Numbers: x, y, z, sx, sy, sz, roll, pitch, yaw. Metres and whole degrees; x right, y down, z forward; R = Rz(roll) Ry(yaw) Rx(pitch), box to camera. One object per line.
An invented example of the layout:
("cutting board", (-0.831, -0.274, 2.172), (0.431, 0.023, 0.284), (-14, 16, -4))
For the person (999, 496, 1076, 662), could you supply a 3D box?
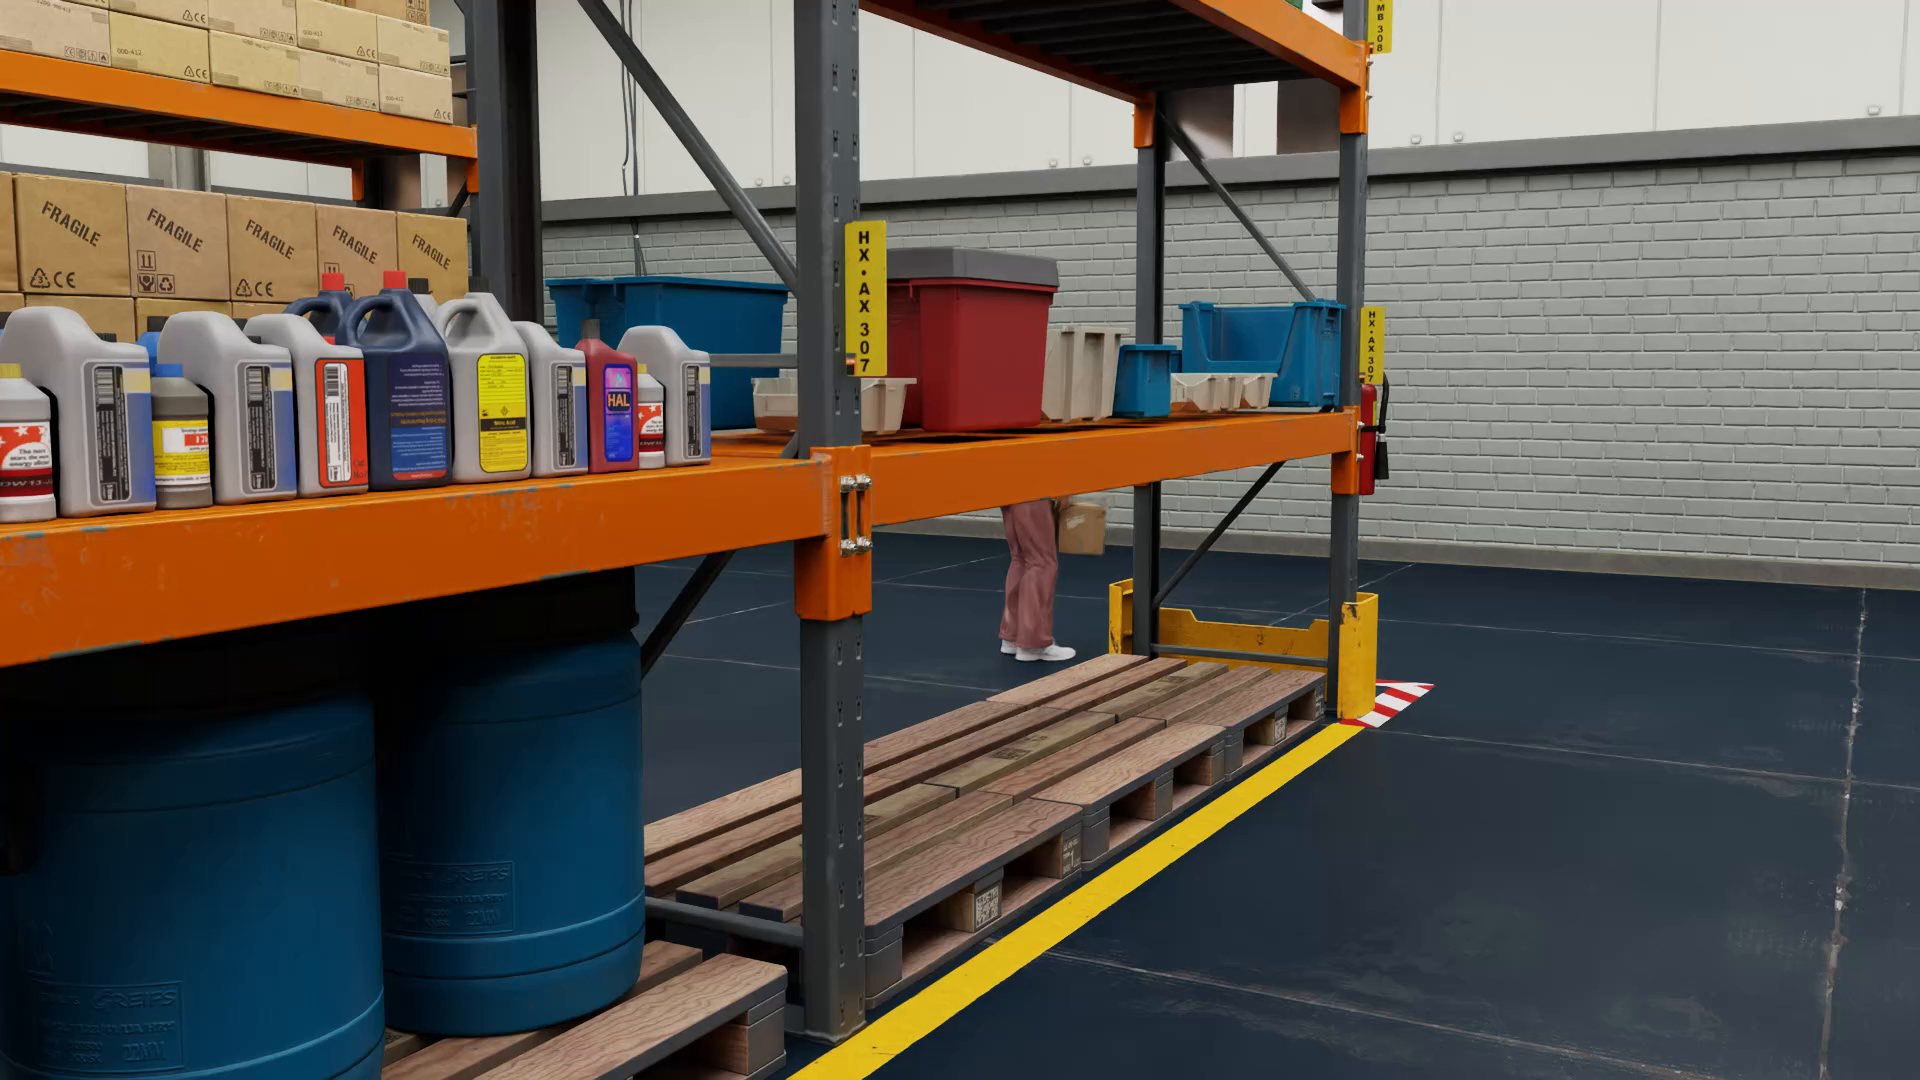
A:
("person", (0.361, -0.234, 8.533), (0.361, 1.676, 0.477), (-2, 6, -17))
